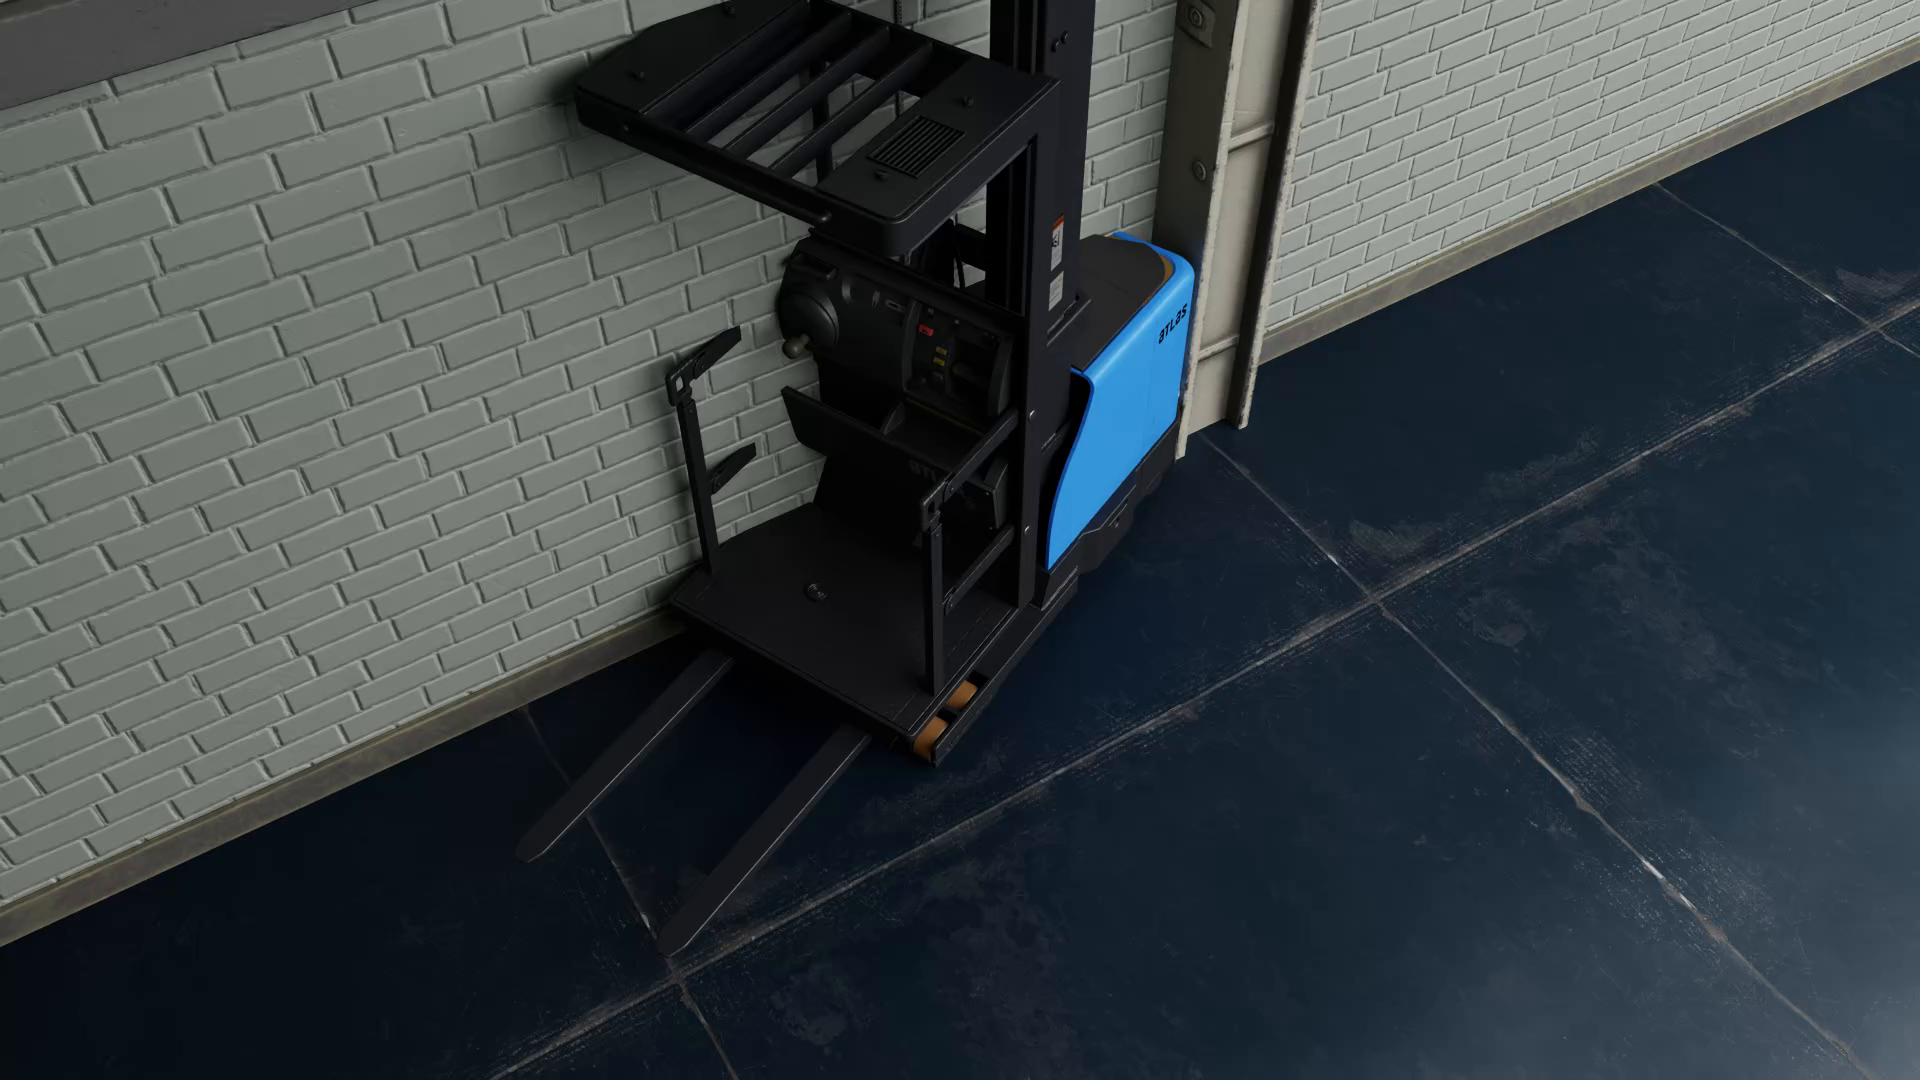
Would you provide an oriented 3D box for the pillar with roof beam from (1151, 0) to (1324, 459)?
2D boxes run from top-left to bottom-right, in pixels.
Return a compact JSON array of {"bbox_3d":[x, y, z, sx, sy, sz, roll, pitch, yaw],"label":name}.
[{"bbox_3d":[3.286,-0.786,1.370,0.400,9.000,9.100,-25,53,-21],"label":"pillar with roof beam"}]

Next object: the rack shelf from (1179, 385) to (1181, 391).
[{"bbox_3d":[0.736,-0.640,6.749,0.200,0.077,0.258,-25,47,-21],"label":"rack shelf"}]

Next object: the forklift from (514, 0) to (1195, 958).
[{"bbox_3d":[-0.349,-0.588,5.256,1.130,2.935,3.031,27,54,22],"label":"forklift"}]

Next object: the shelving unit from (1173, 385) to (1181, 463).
[{"bbox_3d":[0.734,-0.664,6.726,0.210,0.900,0.258,-25,47,-21],"label":"shelving unit"}]

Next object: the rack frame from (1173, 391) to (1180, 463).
[{"bbox_3d":[0.820,-0.705,6.763,0.006,0.900,0.240,-25,47,-21],"label":"rack frame"}]

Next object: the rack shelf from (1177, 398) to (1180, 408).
[{"bbox_3d":[0.739,-0.575,6.810,0.200,0.077,0.258,-25,47,-21],"label":"rack shelf"}]
